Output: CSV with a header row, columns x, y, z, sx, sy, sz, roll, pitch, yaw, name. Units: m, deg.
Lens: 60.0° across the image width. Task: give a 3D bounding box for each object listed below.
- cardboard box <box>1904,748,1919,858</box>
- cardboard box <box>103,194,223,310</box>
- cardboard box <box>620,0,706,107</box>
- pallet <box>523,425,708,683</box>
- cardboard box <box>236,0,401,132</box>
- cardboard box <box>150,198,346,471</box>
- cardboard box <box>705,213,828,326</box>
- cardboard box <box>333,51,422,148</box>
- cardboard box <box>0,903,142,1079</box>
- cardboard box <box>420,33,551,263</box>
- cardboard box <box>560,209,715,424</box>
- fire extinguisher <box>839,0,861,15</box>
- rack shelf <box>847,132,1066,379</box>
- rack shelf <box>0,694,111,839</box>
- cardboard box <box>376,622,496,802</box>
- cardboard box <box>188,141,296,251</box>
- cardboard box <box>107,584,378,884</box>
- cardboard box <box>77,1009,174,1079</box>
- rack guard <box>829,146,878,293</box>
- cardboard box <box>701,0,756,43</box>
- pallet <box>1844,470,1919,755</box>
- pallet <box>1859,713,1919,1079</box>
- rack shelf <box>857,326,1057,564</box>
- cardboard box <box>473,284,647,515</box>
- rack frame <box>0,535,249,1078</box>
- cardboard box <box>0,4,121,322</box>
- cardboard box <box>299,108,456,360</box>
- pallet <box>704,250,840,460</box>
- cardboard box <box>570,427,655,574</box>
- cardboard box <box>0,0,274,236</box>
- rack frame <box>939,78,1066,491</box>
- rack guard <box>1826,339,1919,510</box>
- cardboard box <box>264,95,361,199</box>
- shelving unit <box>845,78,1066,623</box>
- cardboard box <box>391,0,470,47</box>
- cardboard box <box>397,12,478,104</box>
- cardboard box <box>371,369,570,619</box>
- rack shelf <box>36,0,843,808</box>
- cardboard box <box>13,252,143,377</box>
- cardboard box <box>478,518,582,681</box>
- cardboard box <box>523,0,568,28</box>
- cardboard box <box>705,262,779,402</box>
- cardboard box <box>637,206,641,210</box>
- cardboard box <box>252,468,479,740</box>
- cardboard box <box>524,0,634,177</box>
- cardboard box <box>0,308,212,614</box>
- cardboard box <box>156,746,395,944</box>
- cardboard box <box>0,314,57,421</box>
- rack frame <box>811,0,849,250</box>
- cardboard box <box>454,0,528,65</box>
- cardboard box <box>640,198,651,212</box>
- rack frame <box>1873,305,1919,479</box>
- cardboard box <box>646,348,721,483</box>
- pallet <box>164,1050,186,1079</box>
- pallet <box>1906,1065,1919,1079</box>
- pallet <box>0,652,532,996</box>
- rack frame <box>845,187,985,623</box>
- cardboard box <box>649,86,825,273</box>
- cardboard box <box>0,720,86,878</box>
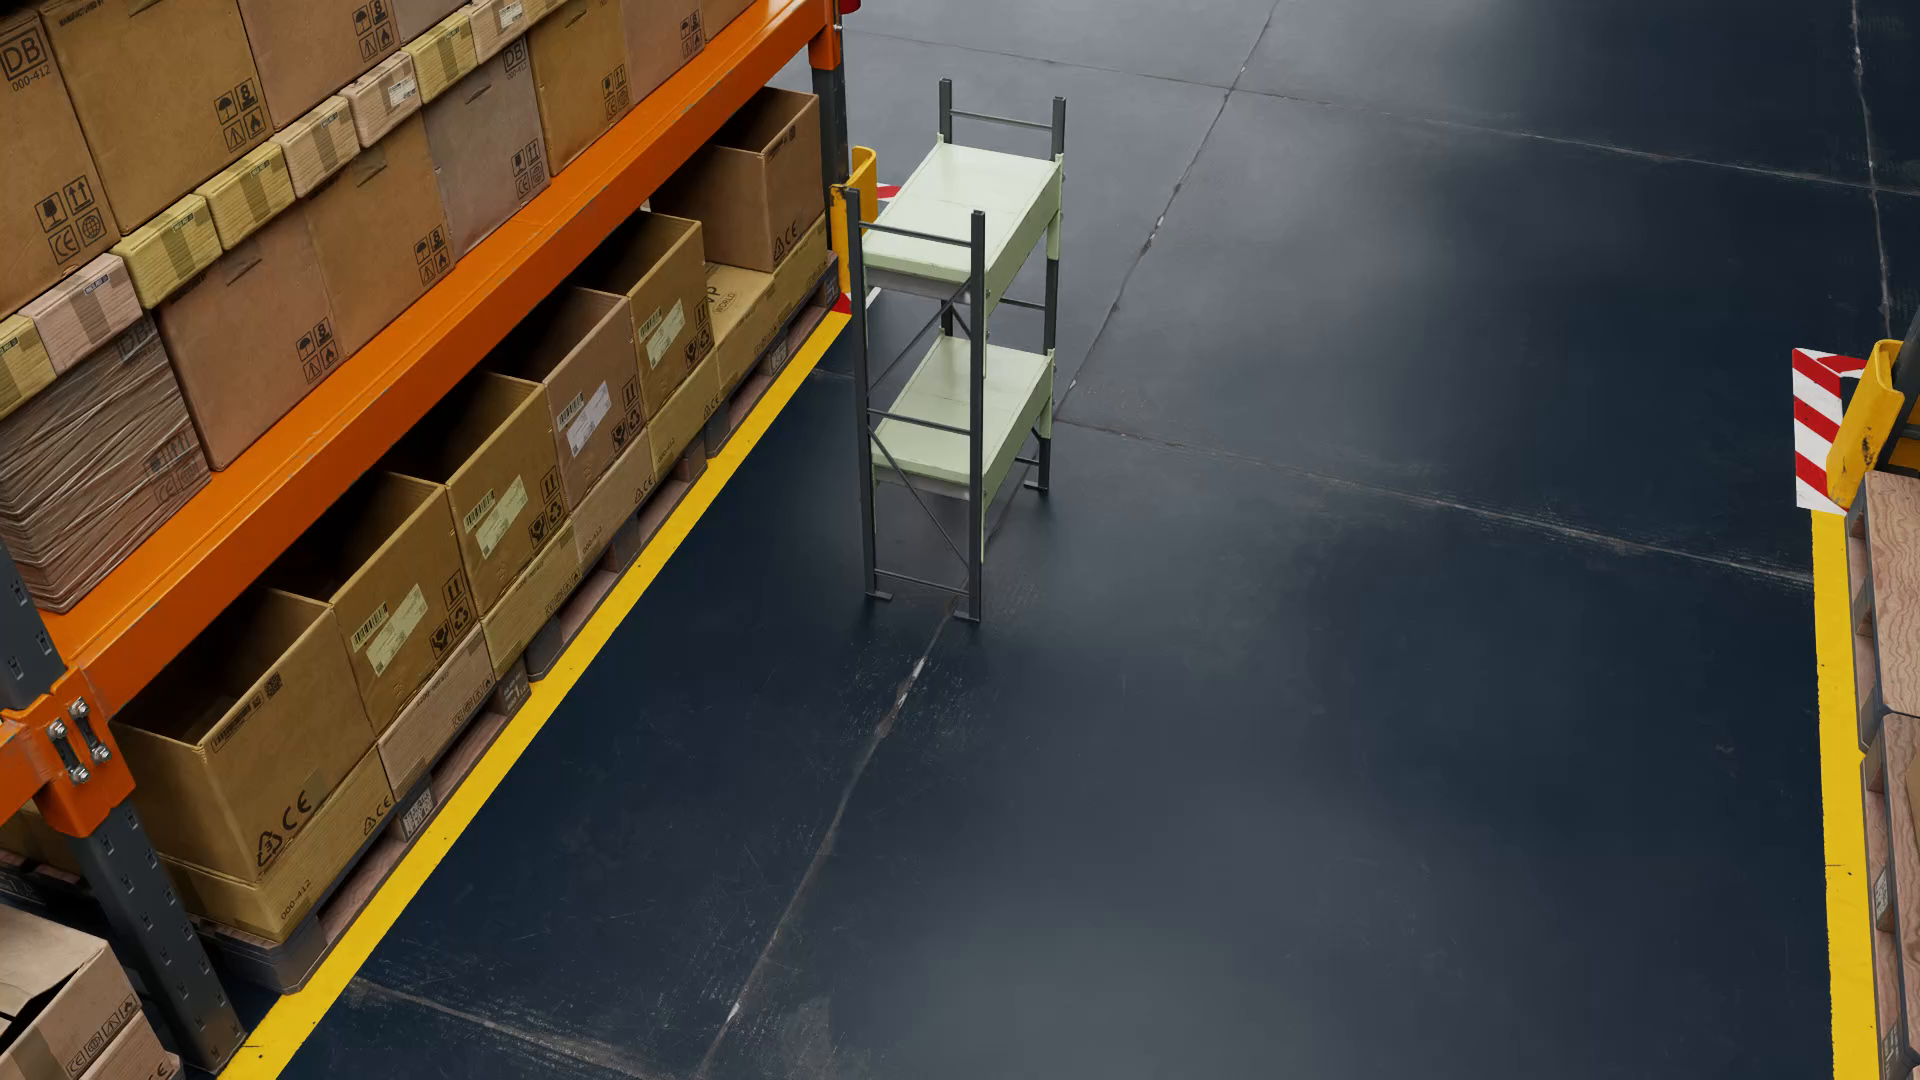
x,y,z,sx,sy,sz,roll,pitch,yaw,name
2.899,0.685,4.223,0.700,0.500,0.500,11,42,12,cardboard box
-1.865,-0.659,3.634,0.380,0.149,0.250,12,42,14,cardboard box
-1.291,-1.816,5.491,0.700,0.500,0.500,14,43,16,cardboard box
-1.585,-0.103,5.709,1.003,0.211,1.213,13,42,15,pallet
-1.822,-1.359,3.956,0.700,0.500,0.500,13,42,15,cardboard box
-1.992,-0.575,4.036,0.700,0.500,0.500,13,42,15,cardboard box
-0.850,-1.103,6.526,0.500,0.250,0.500,13,42,15,cardboard box
-1.601,-1.134,4.192,0.380,0.149,0.250,12,42,14,cardboard box
-2.181,1.042,3.581,0.500,0.311,0.500,13,42,15,cardboard box
-1.642,-1.193,4.760,0.700,0.500,0.500,15,43,16,cardboard box
-1.176,-0.774,5.564,0.500,0.500,0.500,13,42,15,cardboard box
-0.467,-2.321,6.219,0.296,0.674,0.183,13,42,15,fire extinguisher
0.002,-0.872,5.015,0.431,0.370,0.720,13,42,15,rack shelf
-2.996,1.552,2.174,1.077,0.370,4.000,13,42,15,rack shelf
-1.692,0.425,4.736,0.500,0.250,0.500,13,42,15,cardboard box
-1.777,-0.819,3.822,0.380,0.149,0.250,13,42,15,cardboard box
-1.859,0.446,4.134,0.500,0.500,0.500,13,42,15,cardboard box
-2.181,1.262,3.755,0.500,0.250,0.500,13,42,15,cardboard box
-0.936,-1.445,7.059,1.175,0.500,0.348,13,42,15,rack guard
-1.115,-2.138,5.867,0.700,0.500,0.500,13,42,15,cardboard box
3.376,0.310,5.223,1.003,0.211,1.213,13,42,15,pallet
2.957,1.052,4.354,1.003,0.211,1.213,13,42,15,pallet
0.002,-0.327,5.480,0.431,0.370,0.720,13,42,15,rack shelf
-1.348,-0.470,5.206,0.500,0.500,0.500,13,42,15,cardboard box
-2.312,0.058,3.371,1.000,3.000,0.127,13,42,15,rack frame
-2.166,-0.745,3.236,0.700,0.500,0.500,13,42,15,cardboard box
-1.816,-0.880,4.394,0.700,0.500,0.500,14,42,16,cardboard box
-1.166,-0.845,6.578,1.003,0.211,1.213,13,42,15,pallet
-1.351,-0.185,5.451,0.500,0.250,0.500,13,42,15,cardboard box
-1.994,-1.054,3.598,0.700,0.500,0.500,13,42,15,cardboard box
0.127,-0.798,5.530,0.400,1.500,0.023,13,42,15,rack frame
3.687,-0.287,5.701,1.175,0.500,0.348,13,42,15,rack guard
-1.689,-0.971,4.000,0.380,0.149,0.250,12,42,14,cardboard box
0.002,-0.575,5.268,0.431,1.500,0.755,13,42,15,shelving unit
-1.651,-1.664,4.312,0.700,0.500,0.500,13,42,15,cardboard box
-1.511,-1.293,4.378,0.380,0.149,0.250,13,42,15,cardboard box
-1.517,-0.164,4.849,0.500,0.500,0.500,13,42,15,cardboard box
-1.628,-0.888,5.034,1.077,0.370,4.000,13,42,15,rack shelf
-1.952,-0.501,3.449,0.380,0.149,0.250,14,42,16,cardboard box
-1.517,0.121,5.092,0.500,0.250,0.500,13,42,15,cardboard box
-1.337,-1.601,4.739,0.380,0.149,0.250,14,43,16,cardboard box
-1.009,-0.795,6.166,0.500,0.250,0.500,13,42,15,cardboard box
-1.505,-1.197,6.060,0.500,0.500,0.500,13,42,15,cardboard box
-1.695,0.139,4.493,0.500,0.500,0.500,13,42,15,cardboard box
-1.466,-1.515,5.137,0.700,0.500,0.500,14,42,15,cardboard box
-2.166,-0.252,3.657,0.700,0.500,0.500,12,42,14,cardboard box
-1.868,0.729,4.380,0.500,0.250,0.500,13,42,15,cardboard box
-2.038,-0.348,3.270,0.380,0.149,0.250,13,42,15,cardboard box
-0.944,-2.382,6.230,1.000,3.000,0.127,13,42,15,rack frame
-1.424,-1.444,4.555,0.380,0.149,0.250,13,42,14,cardboard box
-1.336,-1.218,6.661,0.500,0.250,0.500,13,42,15,cardboard box
3.713,-1.284,4.944,1.000,3.000,0.127,13,42,15,rack frame
-1.179,-0.490,5.808,0.500,0.250,0.500,13,42,15,cardboard box
-2.527,1.577,3.739,1.003,0.211,1.213,13,42,15,pallet
2.541,1.799,3.479,1.003,0.211,1.213,13,42,15,pallet
-2.000,0.643,4.833,1.003,0.211,1.213,13,42,15,pallet
-0.123,-0.351,5.006,0.400,1.500,0.023,13,42,15,rack frame
-0.848,-1.387,6.282,0.500,0.500,0.500,13,42,15,cardboard box
-2.358,0.613,4.515,0.500,0.250,0.500,13,42,15,cardboard box
